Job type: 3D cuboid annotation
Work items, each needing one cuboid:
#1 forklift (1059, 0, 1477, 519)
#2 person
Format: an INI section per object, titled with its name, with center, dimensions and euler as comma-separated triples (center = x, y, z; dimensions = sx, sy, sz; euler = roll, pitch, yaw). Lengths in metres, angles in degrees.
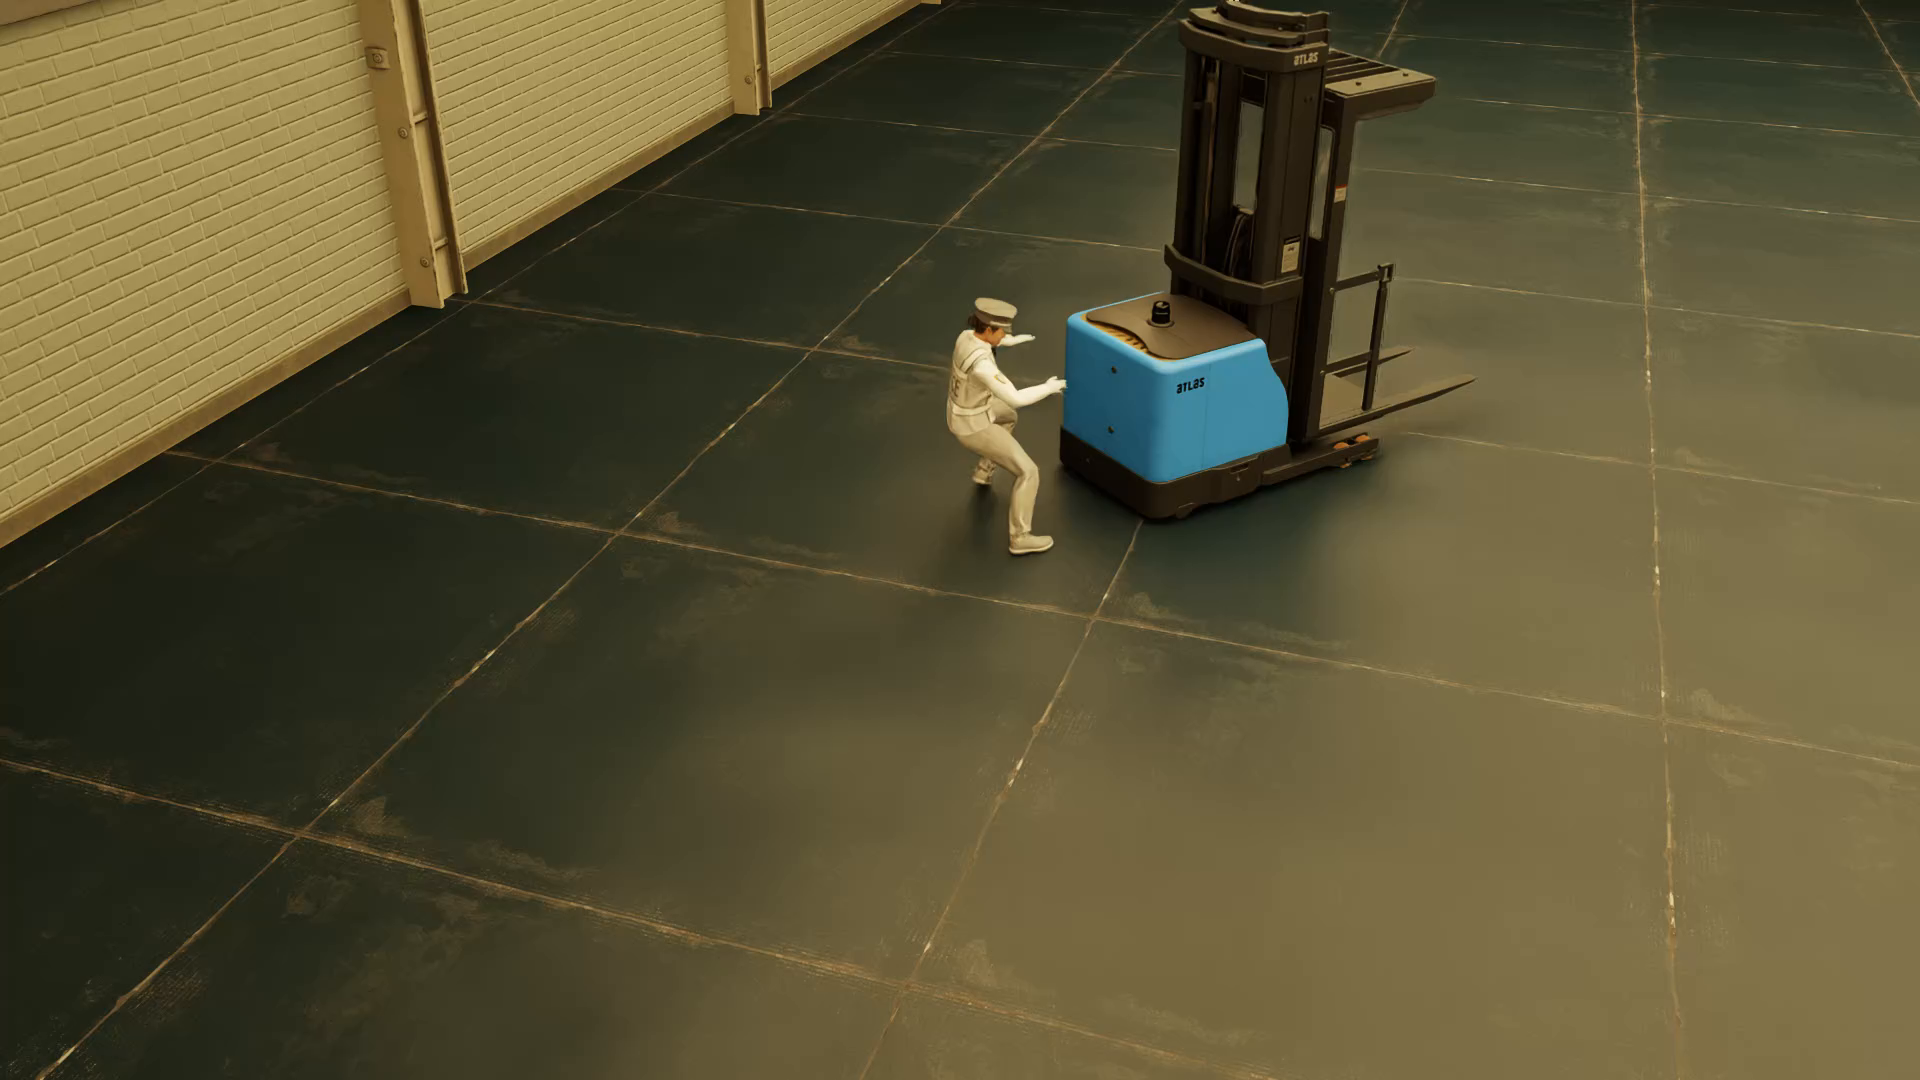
[forklift]
center = 2.167, -1.949, 10.555
dimensions = 3.031, 2.935, 1.130
euler = -18, 34, -28
[person]
center = 0.270, -0.771, 9.990
dimensions = 0.691, 1.445, 0.990
euler = -4, 30, -7
